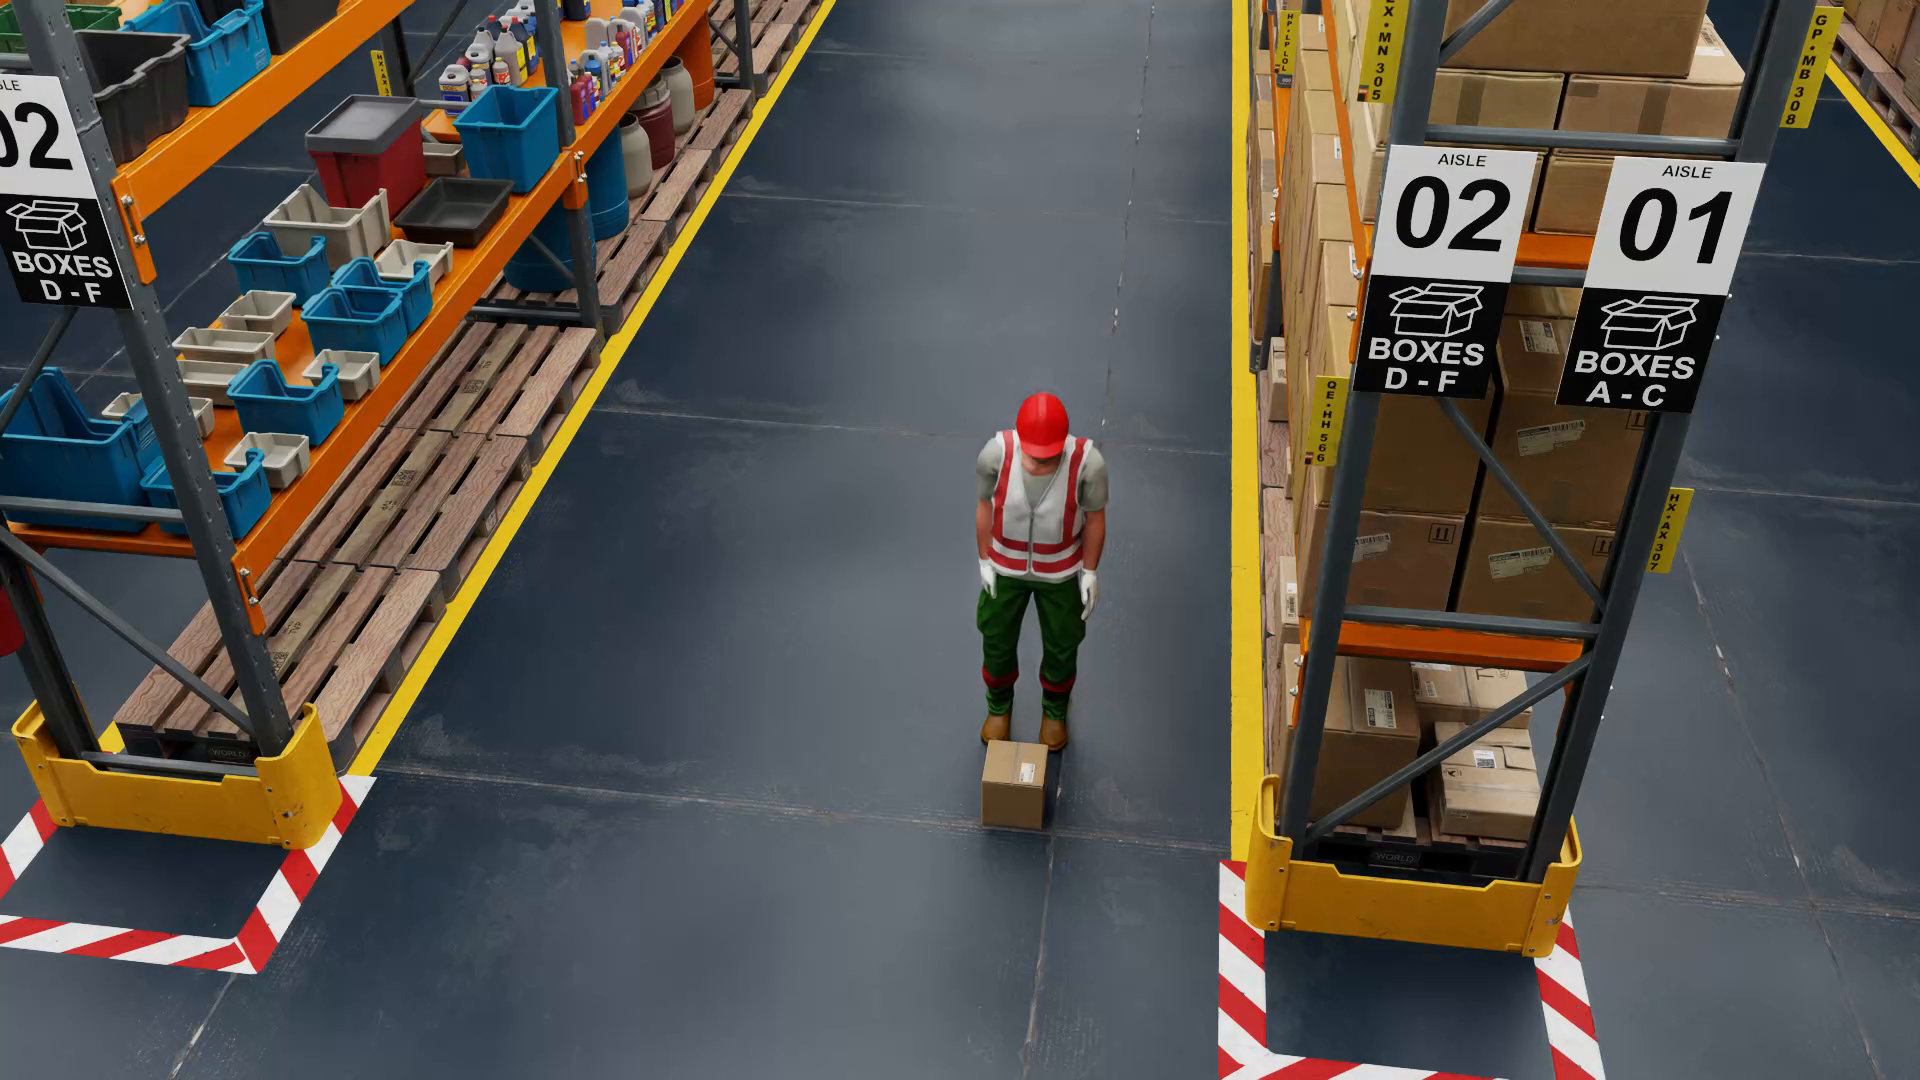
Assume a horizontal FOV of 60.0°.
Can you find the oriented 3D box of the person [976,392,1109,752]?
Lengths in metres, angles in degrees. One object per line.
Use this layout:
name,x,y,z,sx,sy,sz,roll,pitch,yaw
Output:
person,0.323,0.134,6.862,0.536,1.757,0.414,5,36,7
